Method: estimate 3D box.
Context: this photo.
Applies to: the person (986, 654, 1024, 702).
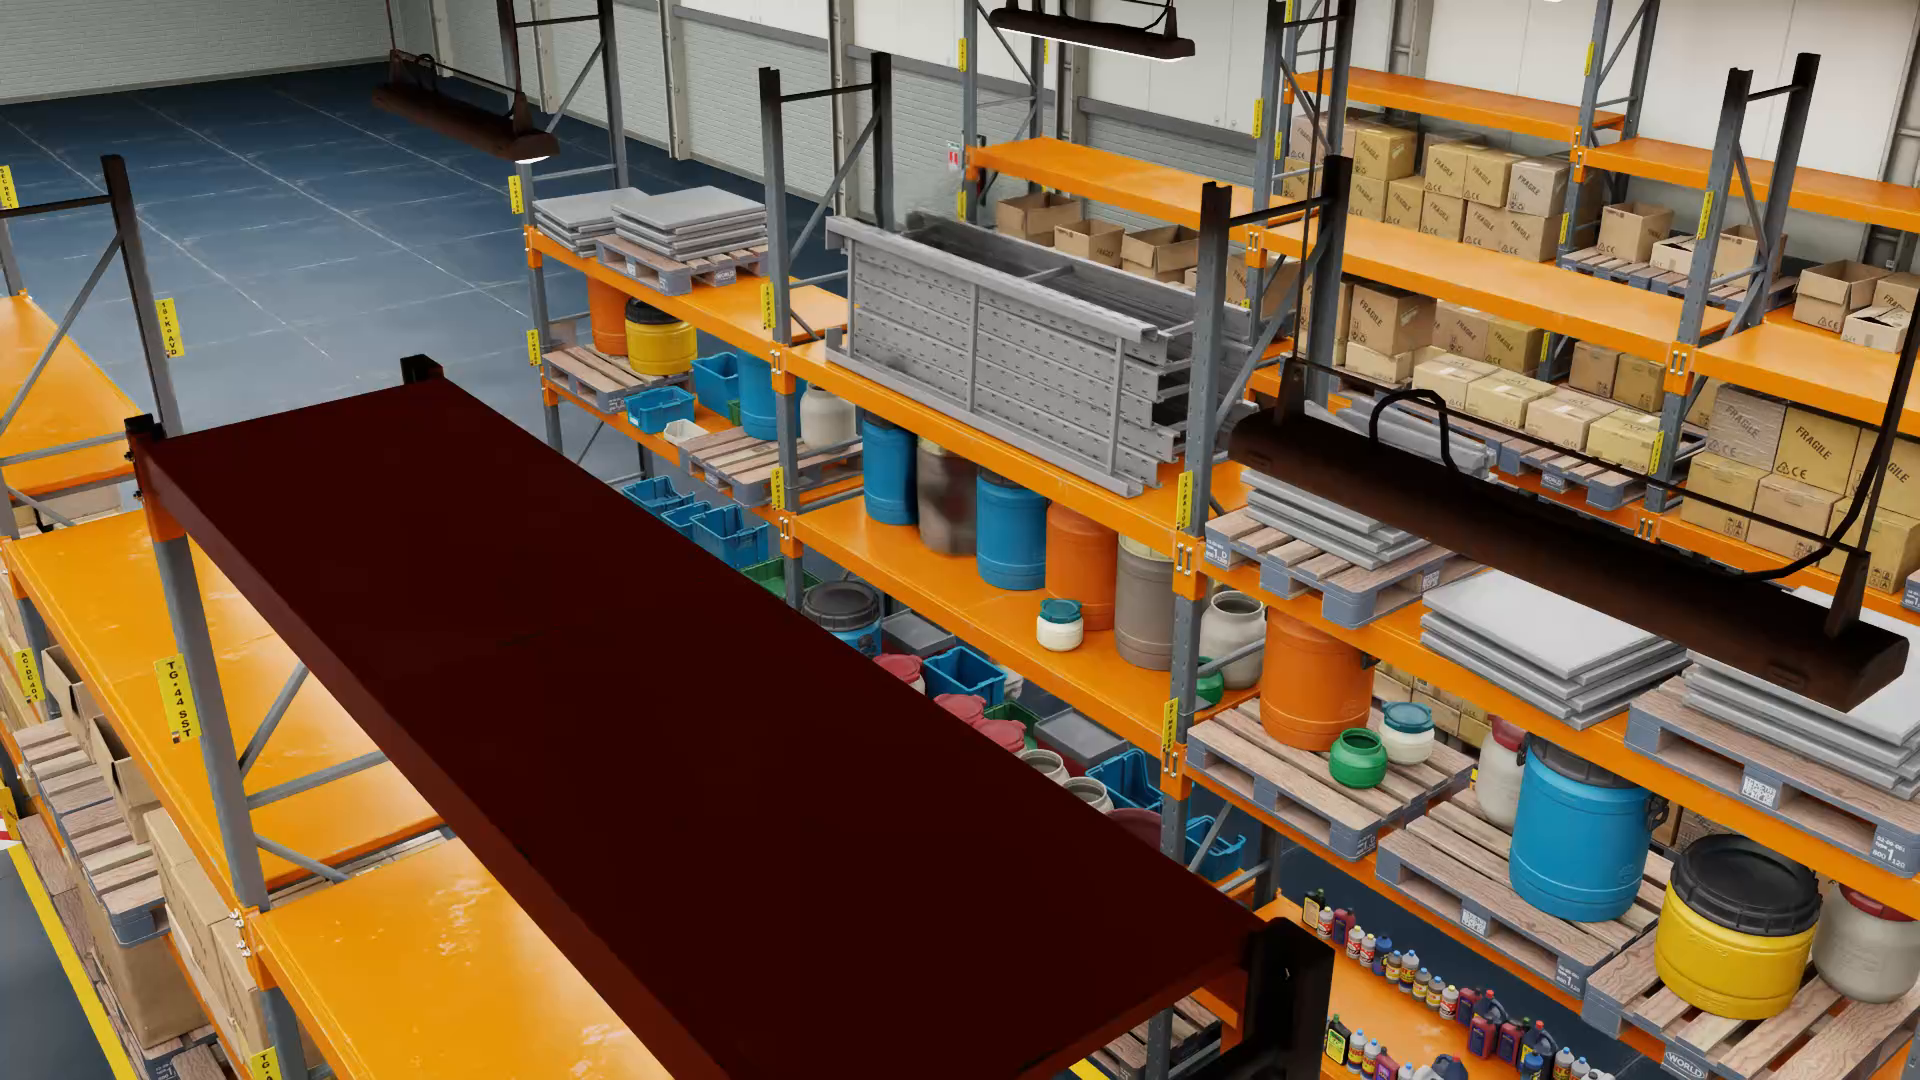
[{"bbox_3d":[0.411,1.134,13.933,0.658,1.740,0.681,-22,33,-37],"label":"person"}]
